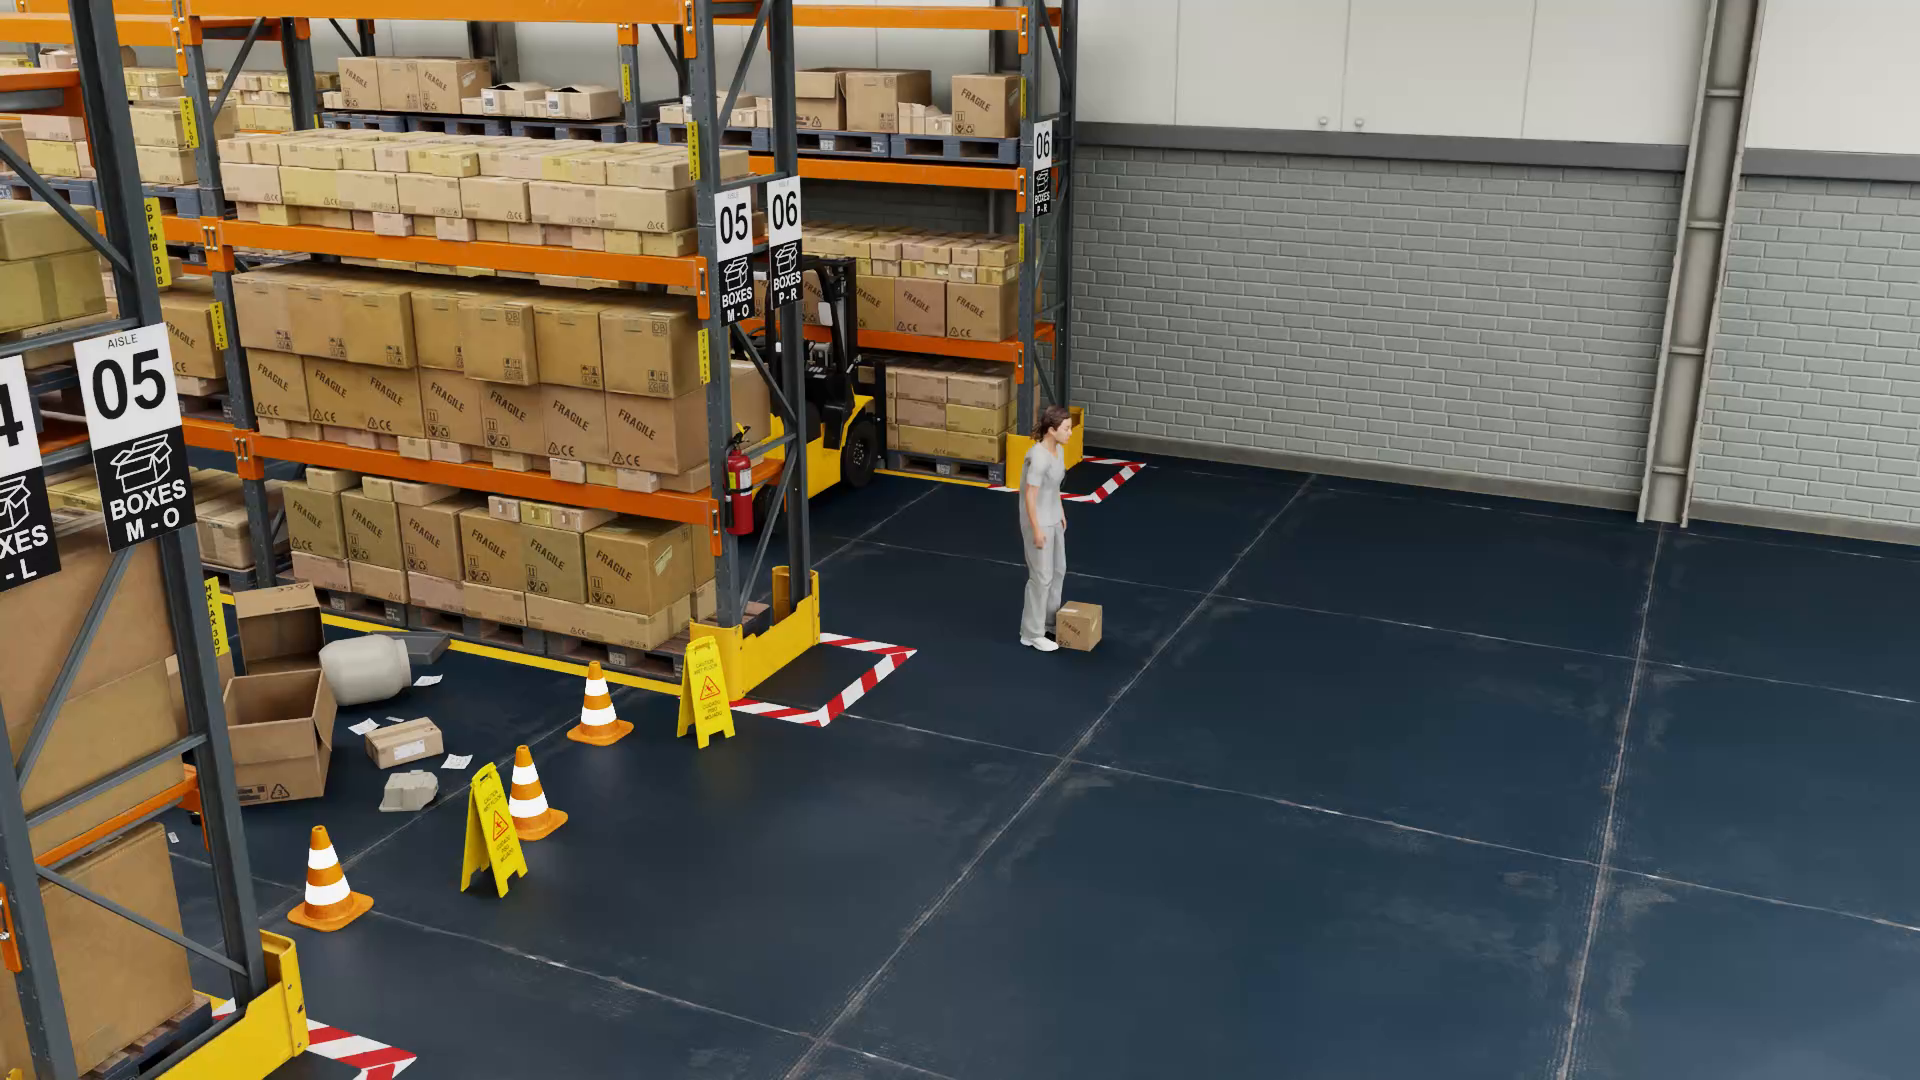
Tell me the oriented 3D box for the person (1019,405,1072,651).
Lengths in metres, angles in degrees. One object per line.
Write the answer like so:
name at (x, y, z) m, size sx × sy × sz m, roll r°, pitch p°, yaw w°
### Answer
person at (0.593, -0.107, 11.375) m, size 0.360 × 1.673 × 0.485 m, roll 9°, pitch 21°, yaw 23°
